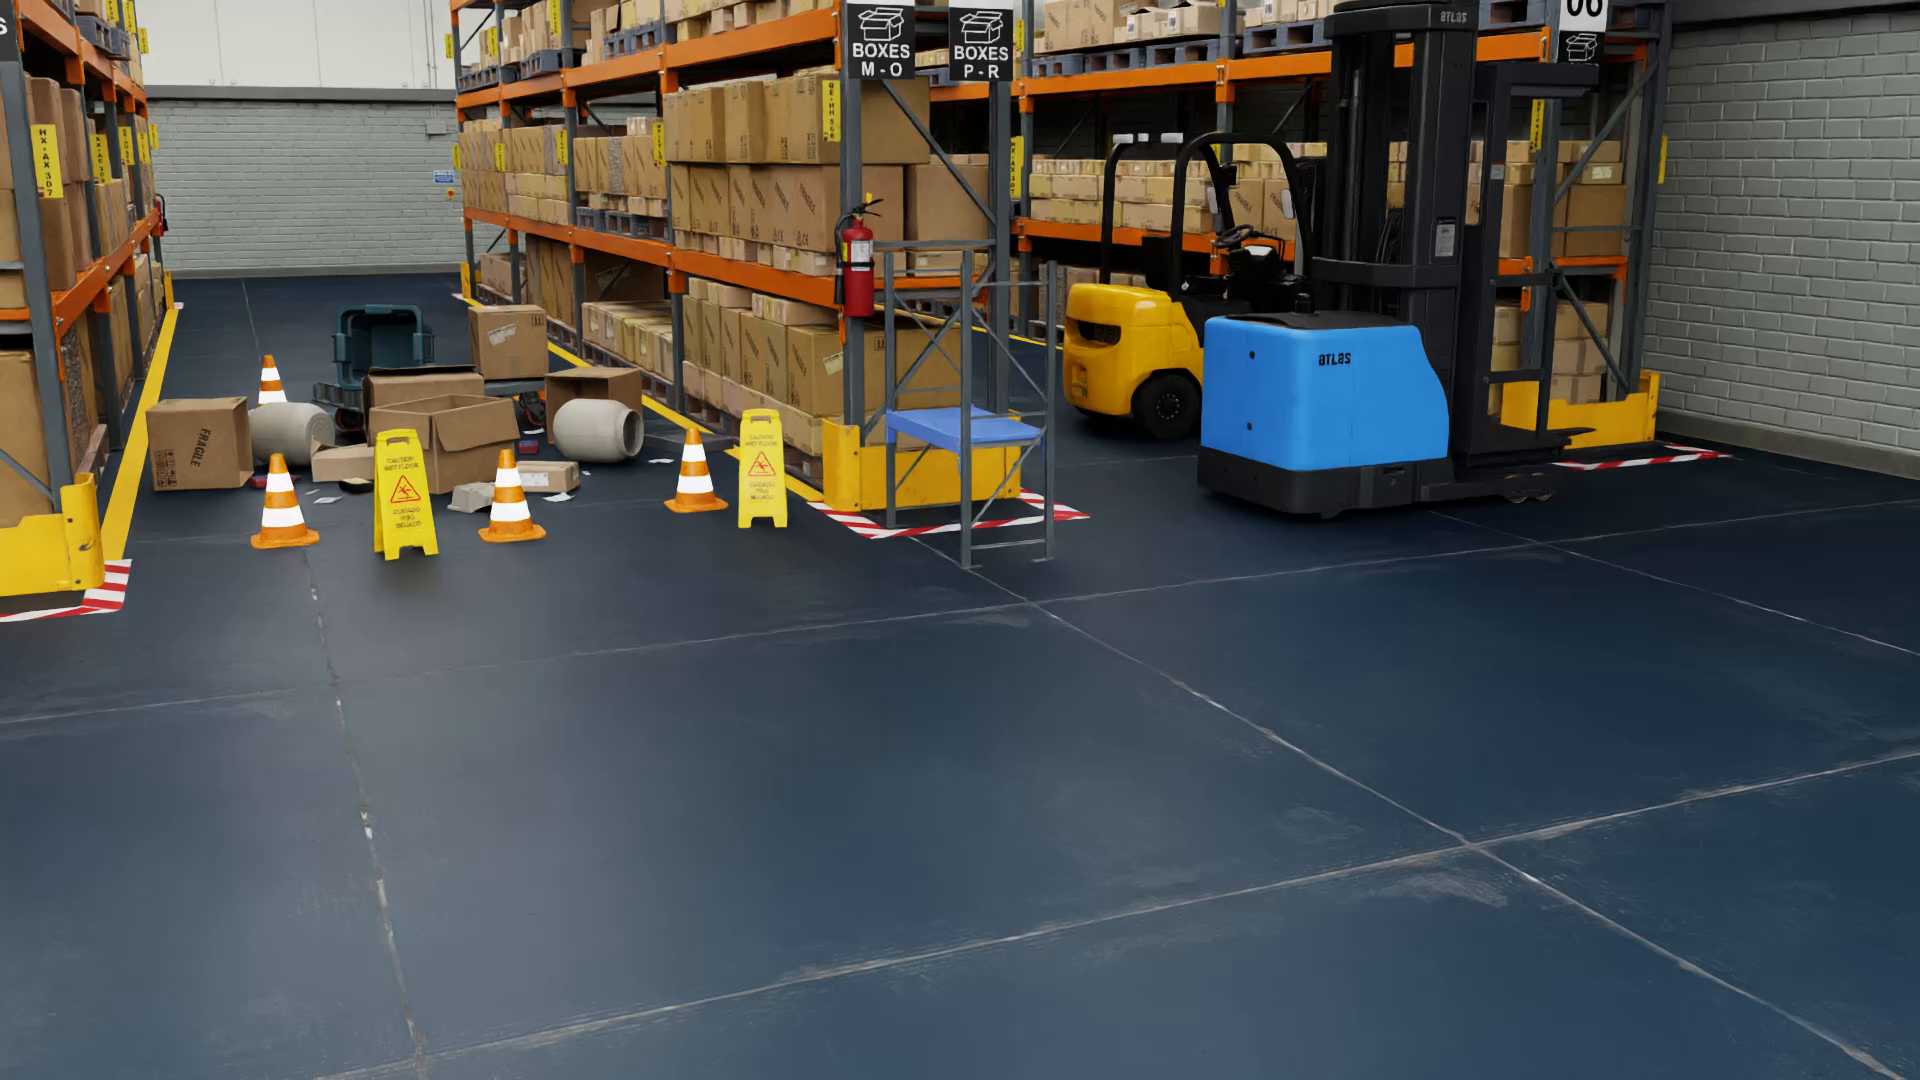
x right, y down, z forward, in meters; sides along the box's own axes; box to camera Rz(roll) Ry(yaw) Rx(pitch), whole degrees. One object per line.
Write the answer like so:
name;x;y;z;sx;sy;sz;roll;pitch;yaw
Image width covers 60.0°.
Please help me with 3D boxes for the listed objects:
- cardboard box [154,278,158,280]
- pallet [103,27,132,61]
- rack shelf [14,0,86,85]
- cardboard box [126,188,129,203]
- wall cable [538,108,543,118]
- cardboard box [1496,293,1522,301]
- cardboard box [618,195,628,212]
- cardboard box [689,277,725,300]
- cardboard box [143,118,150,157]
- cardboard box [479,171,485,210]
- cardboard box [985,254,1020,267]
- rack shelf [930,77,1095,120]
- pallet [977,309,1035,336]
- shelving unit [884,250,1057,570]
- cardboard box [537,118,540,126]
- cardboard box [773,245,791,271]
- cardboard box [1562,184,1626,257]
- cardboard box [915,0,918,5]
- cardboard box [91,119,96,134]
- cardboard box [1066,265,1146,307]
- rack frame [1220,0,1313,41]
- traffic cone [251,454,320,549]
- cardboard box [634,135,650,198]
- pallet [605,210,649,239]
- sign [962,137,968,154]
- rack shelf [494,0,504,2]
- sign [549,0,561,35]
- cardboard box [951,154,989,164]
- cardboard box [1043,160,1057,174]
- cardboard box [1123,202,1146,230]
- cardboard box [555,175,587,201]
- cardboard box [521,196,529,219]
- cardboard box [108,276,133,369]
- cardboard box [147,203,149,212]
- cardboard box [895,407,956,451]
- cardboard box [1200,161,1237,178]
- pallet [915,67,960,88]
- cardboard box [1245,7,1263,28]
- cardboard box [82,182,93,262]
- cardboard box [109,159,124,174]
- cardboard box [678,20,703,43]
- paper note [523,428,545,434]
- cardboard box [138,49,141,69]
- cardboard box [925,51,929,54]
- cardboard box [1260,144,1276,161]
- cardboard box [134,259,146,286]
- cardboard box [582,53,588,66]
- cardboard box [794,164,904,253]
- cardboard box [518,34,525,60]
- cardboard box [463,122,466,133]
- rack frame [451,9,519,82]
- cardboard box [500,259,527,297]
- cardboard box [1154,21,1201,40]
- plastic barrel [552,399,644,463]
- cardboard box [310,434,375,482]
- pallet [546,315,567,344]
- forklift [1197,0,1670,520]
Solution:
cardboard box;-10.106;-3.137;20.503;0.380;0.149;0.250;-5;14;-20
pallet;-7.583;-4.116;13.766;1.213;0.211;1.003;-5;14;-20
rack shelf;-5.486;-2.746;9.024;1.077;0.370;4.000;-6;14;-23
cardboard box;-8.948;-3.614;17.457;0.380;0.149;0.250;-6;14;-23
wall cable;-7.584;-6.784;29.274;0.588;1.984;0.122;-6;14;-23
cardboard box;4.134;-1.710;12.556;0.500;0.250;0.500;-6;14;-23
cardboard box;-2.831;-3.002;14.816;0.380;0.149;0.250;-5;14;-21
cardboard box;-1.808;-1.885;12.426;0.380;0.149;0.250;-5;14;-22
cardboard box;-10.263;-4.925;20.396;0.500;0.500;0.500;-5;14;-20
cardboard box;-6.038;-4.608;21.906;0.500;0.500;0.500;-5;14;-21
cardboard box;0.520;-3.285;19.587;0.380;0.149;0.250;-6;14;-25
rack shelf;0.351;-5.316;20.128;1.077;0.370;4.000;-6;14;-23
pallet;0.888;-2.591;19.595;1.003;0.211;1.213;-6;14;-23
shelving unit;0.034;-0.713;8.625;0.538;1.500;1.048;-6;14;-23
cardboard box;-5.144;-5.210;20.850;0.380;0.149;0.250;-6;14;-24
cardboard box;-0.952;-1.773;10.434;0.380;0.149;0.250;-5;14;-22
cardboard box;4.413;-2.315;11.998;0.500;0.500;0.500;-5;14;-21
cardboard box;-0.212;-3.173;9.830;0.380;0.149;0.250;-6;14;-25
cardboard box;-7.719;-3.317;14.108;0.700;0.500;0.500;-6;14;-23
cardboard box;1.659;-2.575;17.678;0.875;0.625;0.625;-5;14;-21
rack frame;2.755;-5.888;14.352;1.000;3.000;0.127;-6;14;-23
traffic cone;-3.596;-0.224;8.810;0.336;0.463;0.334;-6;14;-23
cardboard box;-2.387;-3.091;13.761;0.500;0.500;0.500;-6;14;-23
pallet;-2.564;-2.844;14.930;1.003;0.211;1.213;-6;14;-23
sign;0.057;-5.233;22.259;0.100;0.325;0.005;-6;14;-23
rack shelf;-4.195;-6.133;17.894;1.077;0.370;4.000;-6;14;-23
sign;-3.906;-5.046;16.044;0.100;0.325;0.005;-6;14;-23
cardboard box;0.329;-4.367;19.925;0.797;0.503;0.637;-6;14;-24
cardboard box;1.118;-4.009;17.878;0.380;0.149;0.250;-5;14;-22
cardboard box;1.936;-3.181;16.295;0.500;0.250;0.500;-6;14;-23
cardboard box;-3.821;-3.590;16.953;0.500;0.250;0.500;-6;14;-23
cardboard box;-4.663;-3.767;18.826;0.500;0.250;0.500;-6;14;-23
cardboard box;-7.728;-1.849;14.265;1.050;0.750;0.750;-6;14;-24
cardboard box;-10.323;-4.150;20.706;0.380;0.149;0.250;-6;14;-25
cardboard box;-0.259;-0.746;10.608;0.500;0.250;0.500;-6;14;-23
cardboard box;2.414;-3.380;15.163;0.380;0.149;0.250;-5;14;-21
pallet;0.165;-5.633;20.319;1.213;0.211;1.003;-6;14;-23
cardboard box;2.656;-4.437;14.141;0.380;0.149;0.250;-5;14;-22
cardboard box;-6.128;-2.046;10.725;0.875;0.550;0.550;-6;14;-23
cardboard box;-8.836;-3.844;17.134;0.380;0.149;0.250;-6;14;-23
cardboard box;-1.840;-3.709;12.148;0.380;0.149;0.250;-6;14;-23
paper note;-3.143;-0.806;12.284;0.148;0.019;0.142;-6;14;-23
cardboard box;-10.676;-6.087;21.089;0.500;0.250;0.500;-6;14;-25
cardboard box;-0.214;-6.051;20.452;0.380;0.149;0.250;-5;14;-22
cardboard box;2.814;-3.338;14.319;0.380;0.149;0.250;-5;14;-22
cardboard box;-8.543;-2.707;16.861;0.500;0.250;0.500;-6;14;-25
cardboard box;-3.424;-4.601;16.002;0.380;0.149;0.250;-6;14;-23
cardboard box;-0.659;-1.970;9.850;0.500;0.500;0.500;-6;14;-24
cardboard box;-4.585;-5.360;18.092;0.396;0.266;0.258;-4;14;-18
cardboard box;-6.710;-5.749;23.178;0.380;0.149;0.250;-5;14;-22
rack frame;-6.599;-7.918;23.124;1.000;3.000;0.127;-6;14;-23
cardboard box;-5.509;-3.449;21.873;0.875;0.438;0.875;-6;14;-25
cardboard box;2.036;-4.757;15.523;0.380;0.149;0.250;-6;14;-23
plastic barrel;-2.404;-0.724;11.061;0.512;0.421;0.421;4;14;16
cardboard box;-3.911;-0.527;10.559;0.396;0.266;0.258;-3;13;-13
pallet;-4.126;-2.405;18.794;1.003;0.211;1.213;-6;14;-23
forklift;2.984;-1.745;9.910;3.031;2.935;1.130;-6;14;-25
